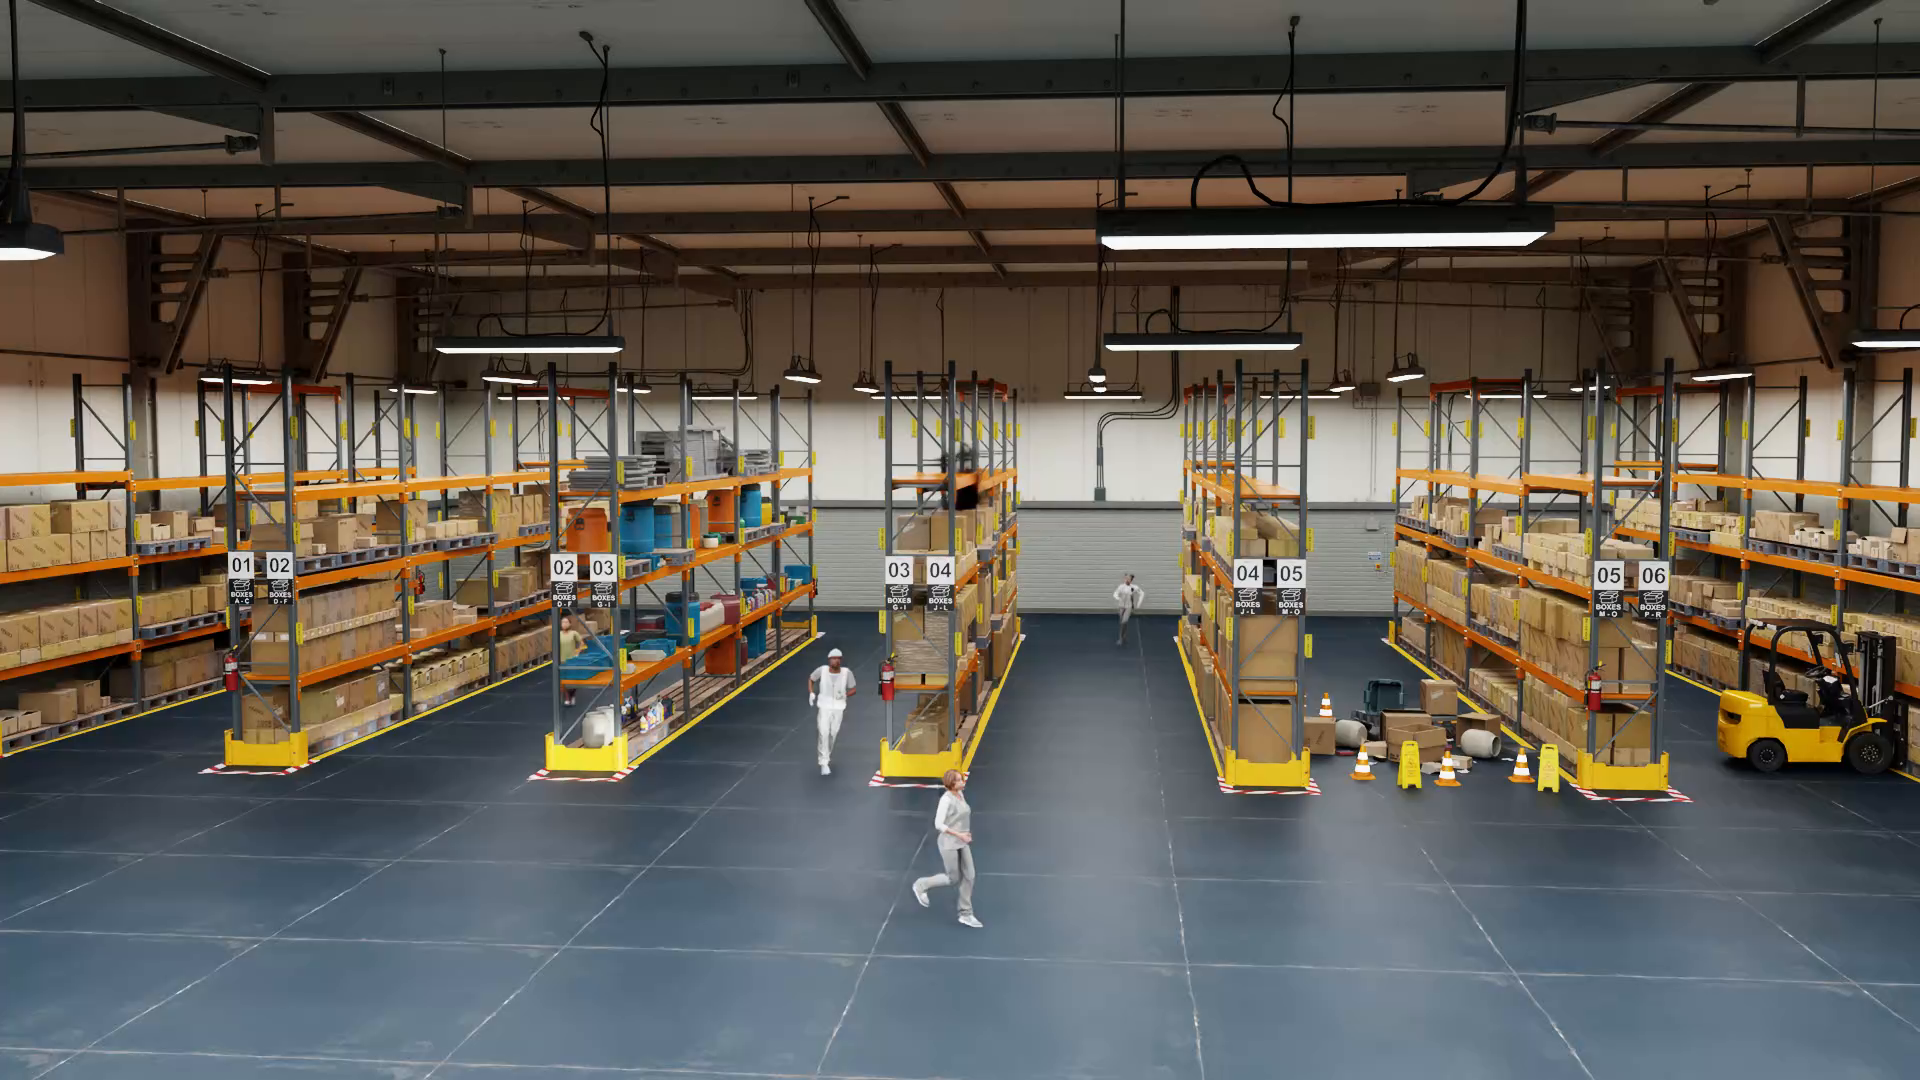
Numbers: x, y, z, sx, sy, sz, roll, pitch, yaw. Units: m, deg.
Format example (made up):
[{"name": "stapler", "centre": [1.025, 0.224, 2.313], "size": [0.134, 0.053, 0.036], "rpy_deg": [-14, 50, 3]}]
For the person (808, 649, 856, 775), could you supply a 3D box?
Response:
[{"name": "person", "centre": [-1.883, 2.504, 24.601], "size": [0.697, 1.807, 0.927], "rpy_deg": [-1, 4, -12]}]

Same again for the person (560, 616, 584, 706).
[{"name": "person", "centre": [-7.105, 2.200, 30.040], "size": [0.559, 1.622, 0.583], "rpy_deg": [0, 4, -4]}]

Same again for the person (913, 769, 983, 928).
[{"name": "person", "centre": [-0.110, 3.114, 16.911], "size": [0.774, 1.598, 0.553], "rpy_deg": [2, 4, 28]}]

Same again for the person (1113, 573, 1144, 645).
[{"name": "person", "centre": [3.936, 1.615, 39.006], "size": [0.664, 1.713, 0.714], "rpy_deg": [2, 4, 25]}]
